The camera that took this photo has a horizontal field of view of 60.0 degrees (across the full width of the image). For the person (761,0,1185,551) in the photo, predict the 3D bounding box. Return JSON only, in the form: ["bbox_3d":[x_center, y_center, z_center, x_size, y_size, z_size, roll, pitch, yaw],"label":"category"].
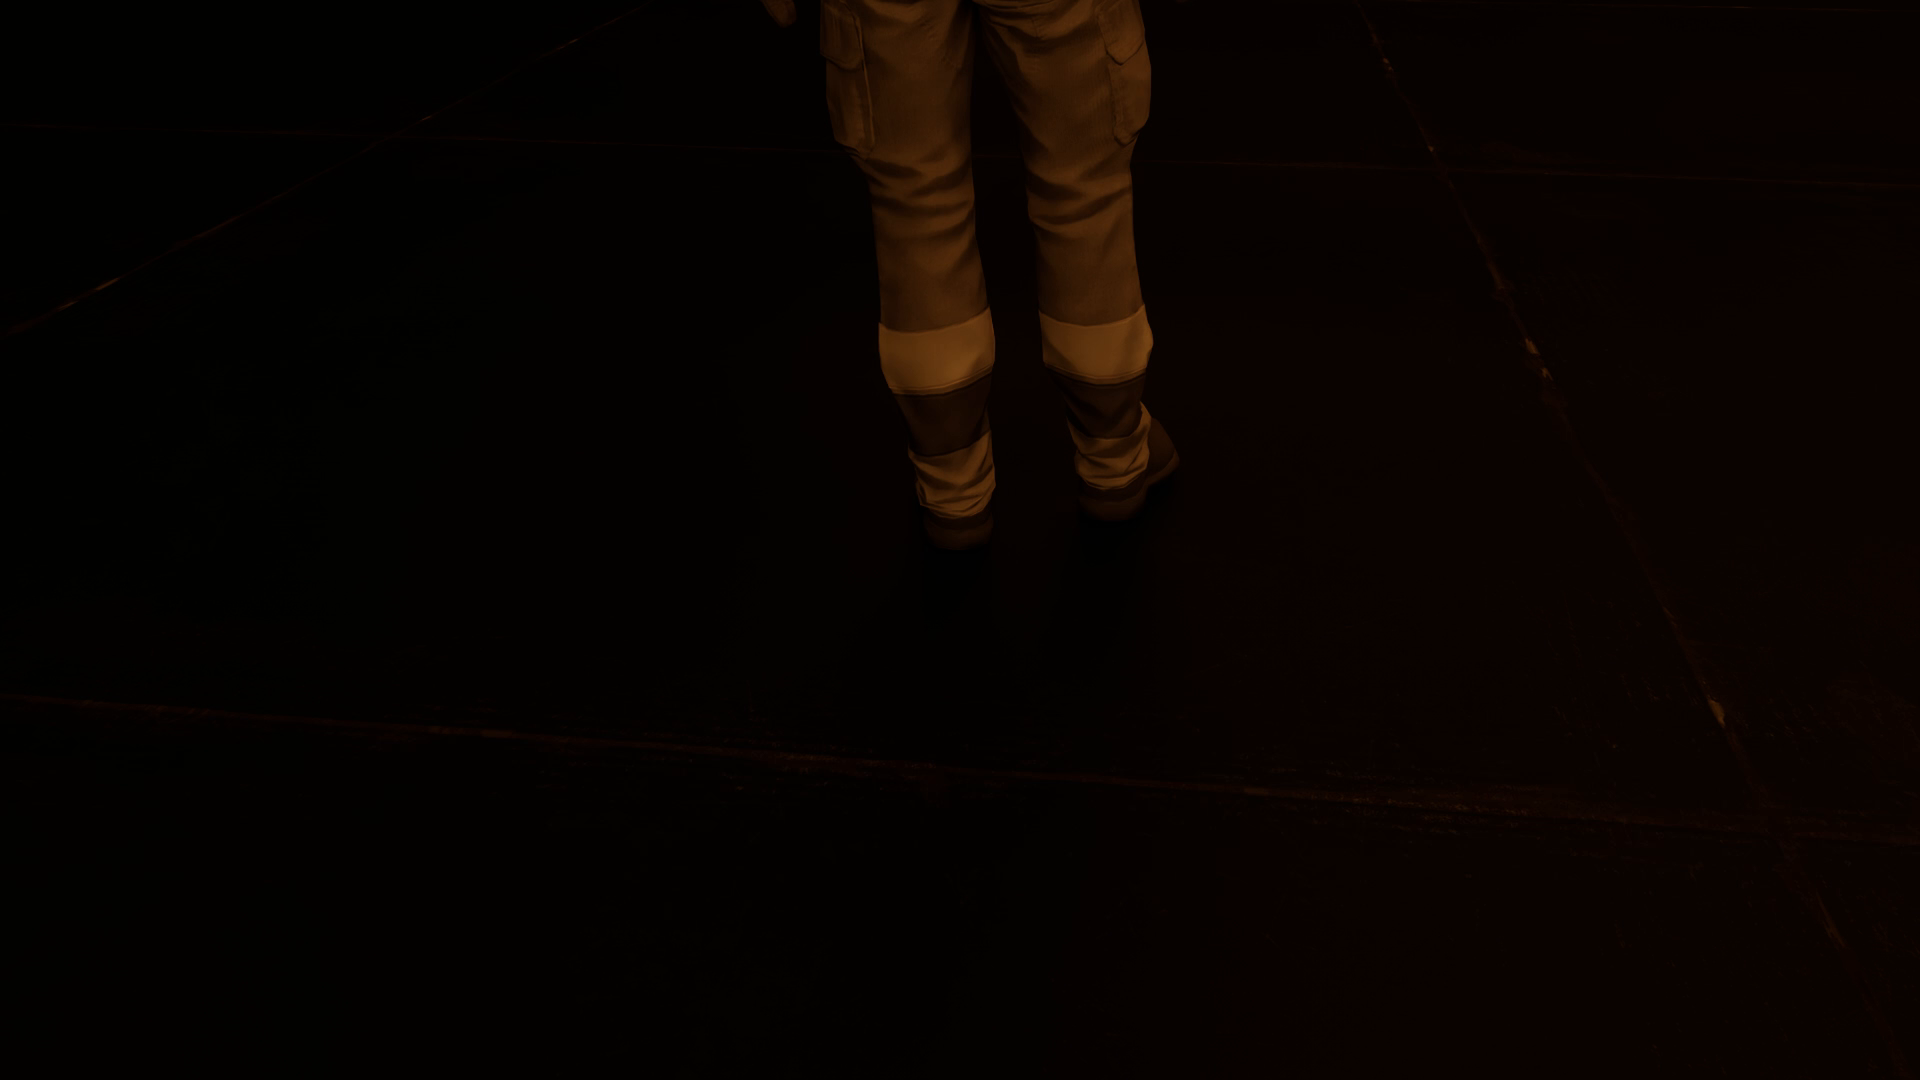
[{"bbox_3d":[0.023,-0.842,2.168,0.637,1.790,0.562,3,27,7],"label":"person"}]
